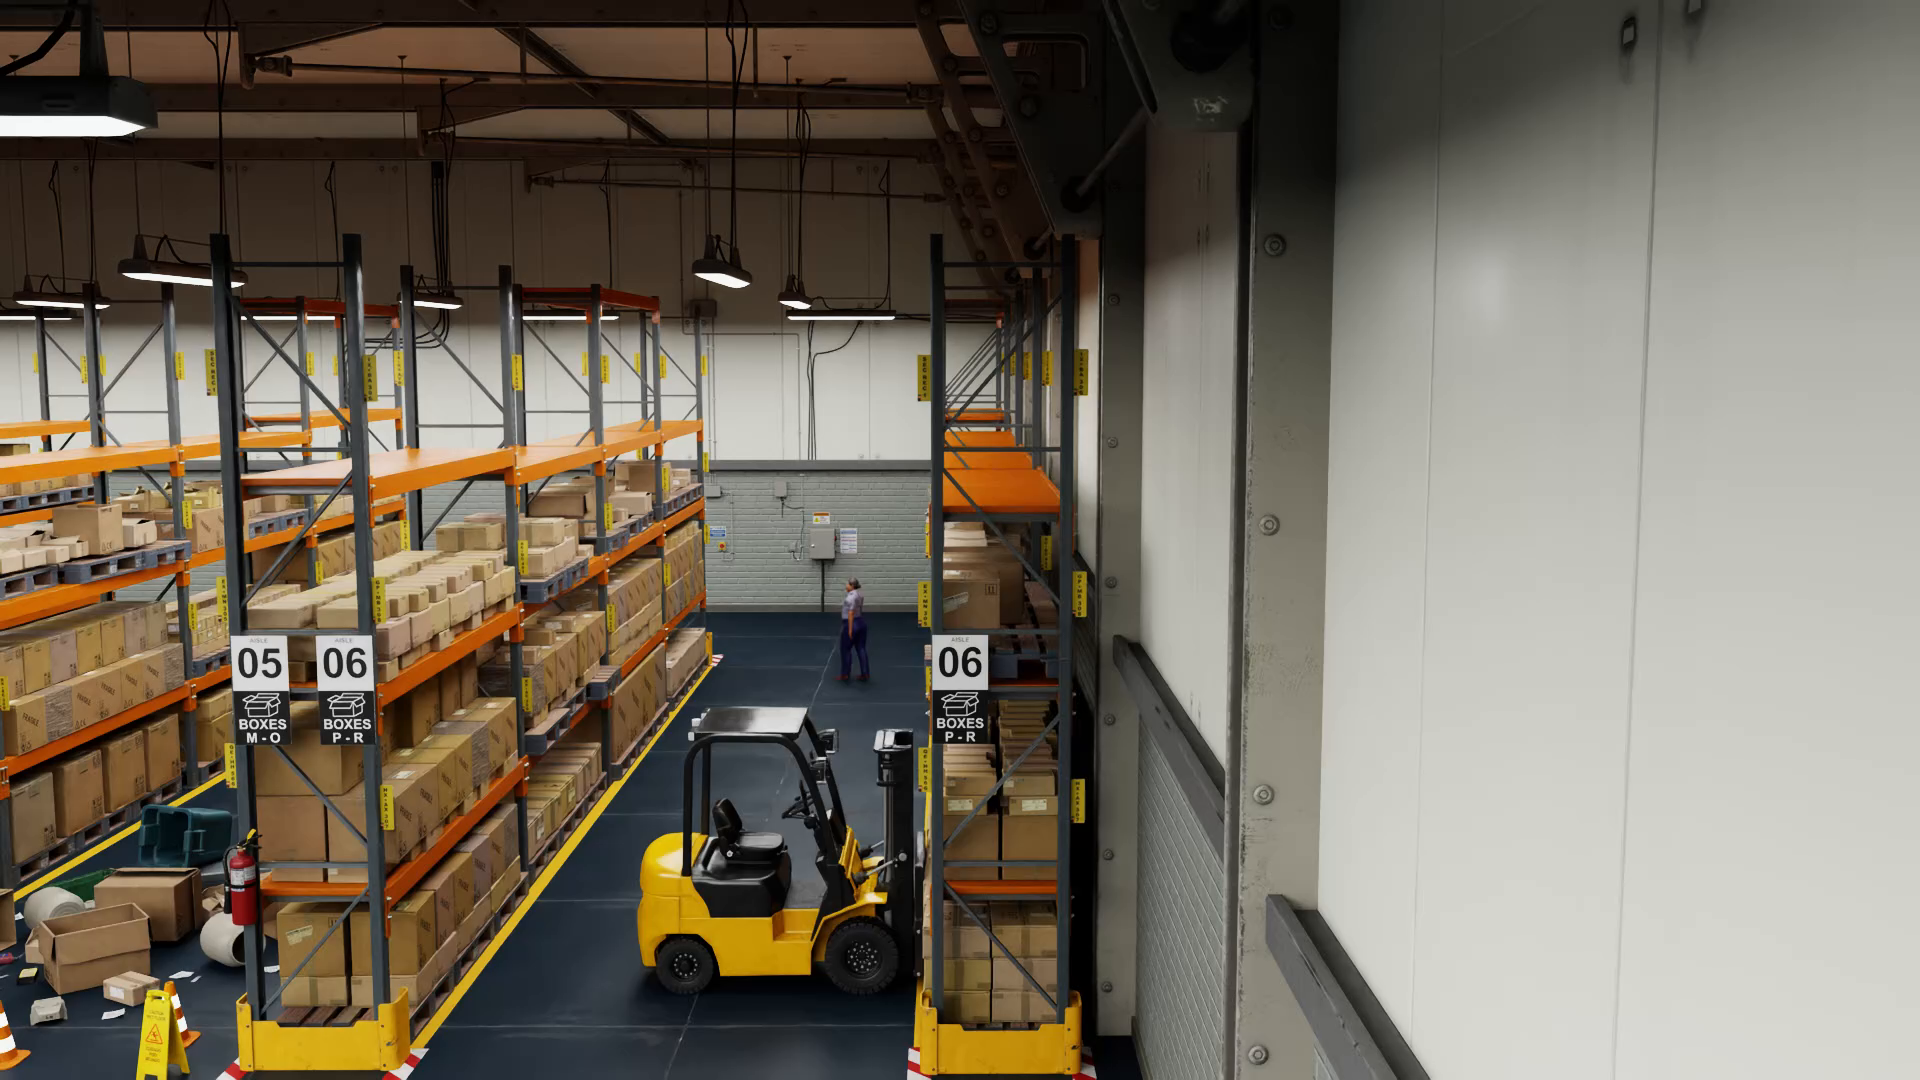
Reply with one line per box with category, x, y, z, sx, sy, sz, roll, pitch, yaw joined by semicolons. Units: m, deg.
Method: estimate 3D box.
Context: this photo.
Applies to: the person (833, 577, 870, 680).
person;-1.718;1.422;26.599;0.624;1.662;0.536;4;7;29
